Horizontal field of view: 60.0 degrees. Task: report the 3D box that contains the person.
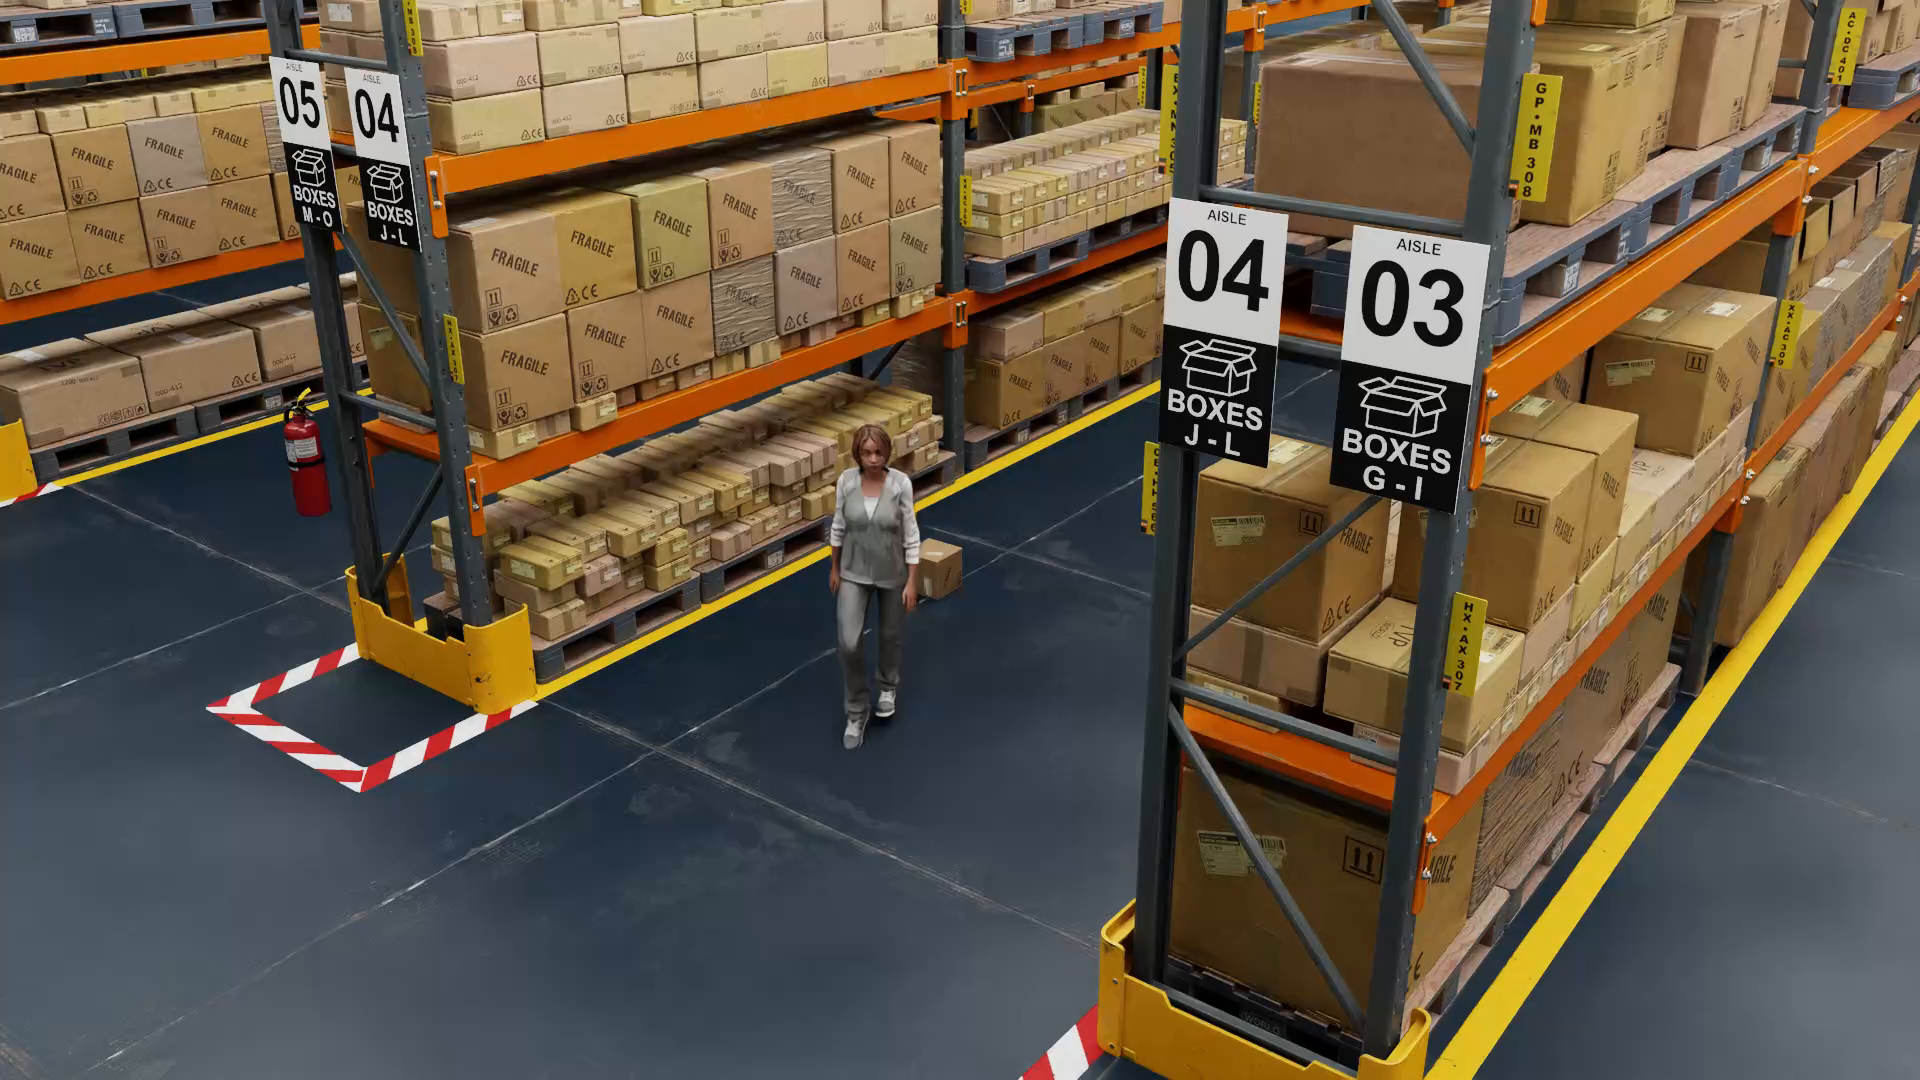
[{"bbox_3d":[-0.419,0.211,8.145,0.459,1.645,0.523,0,24,-1],"label":"person"}]
